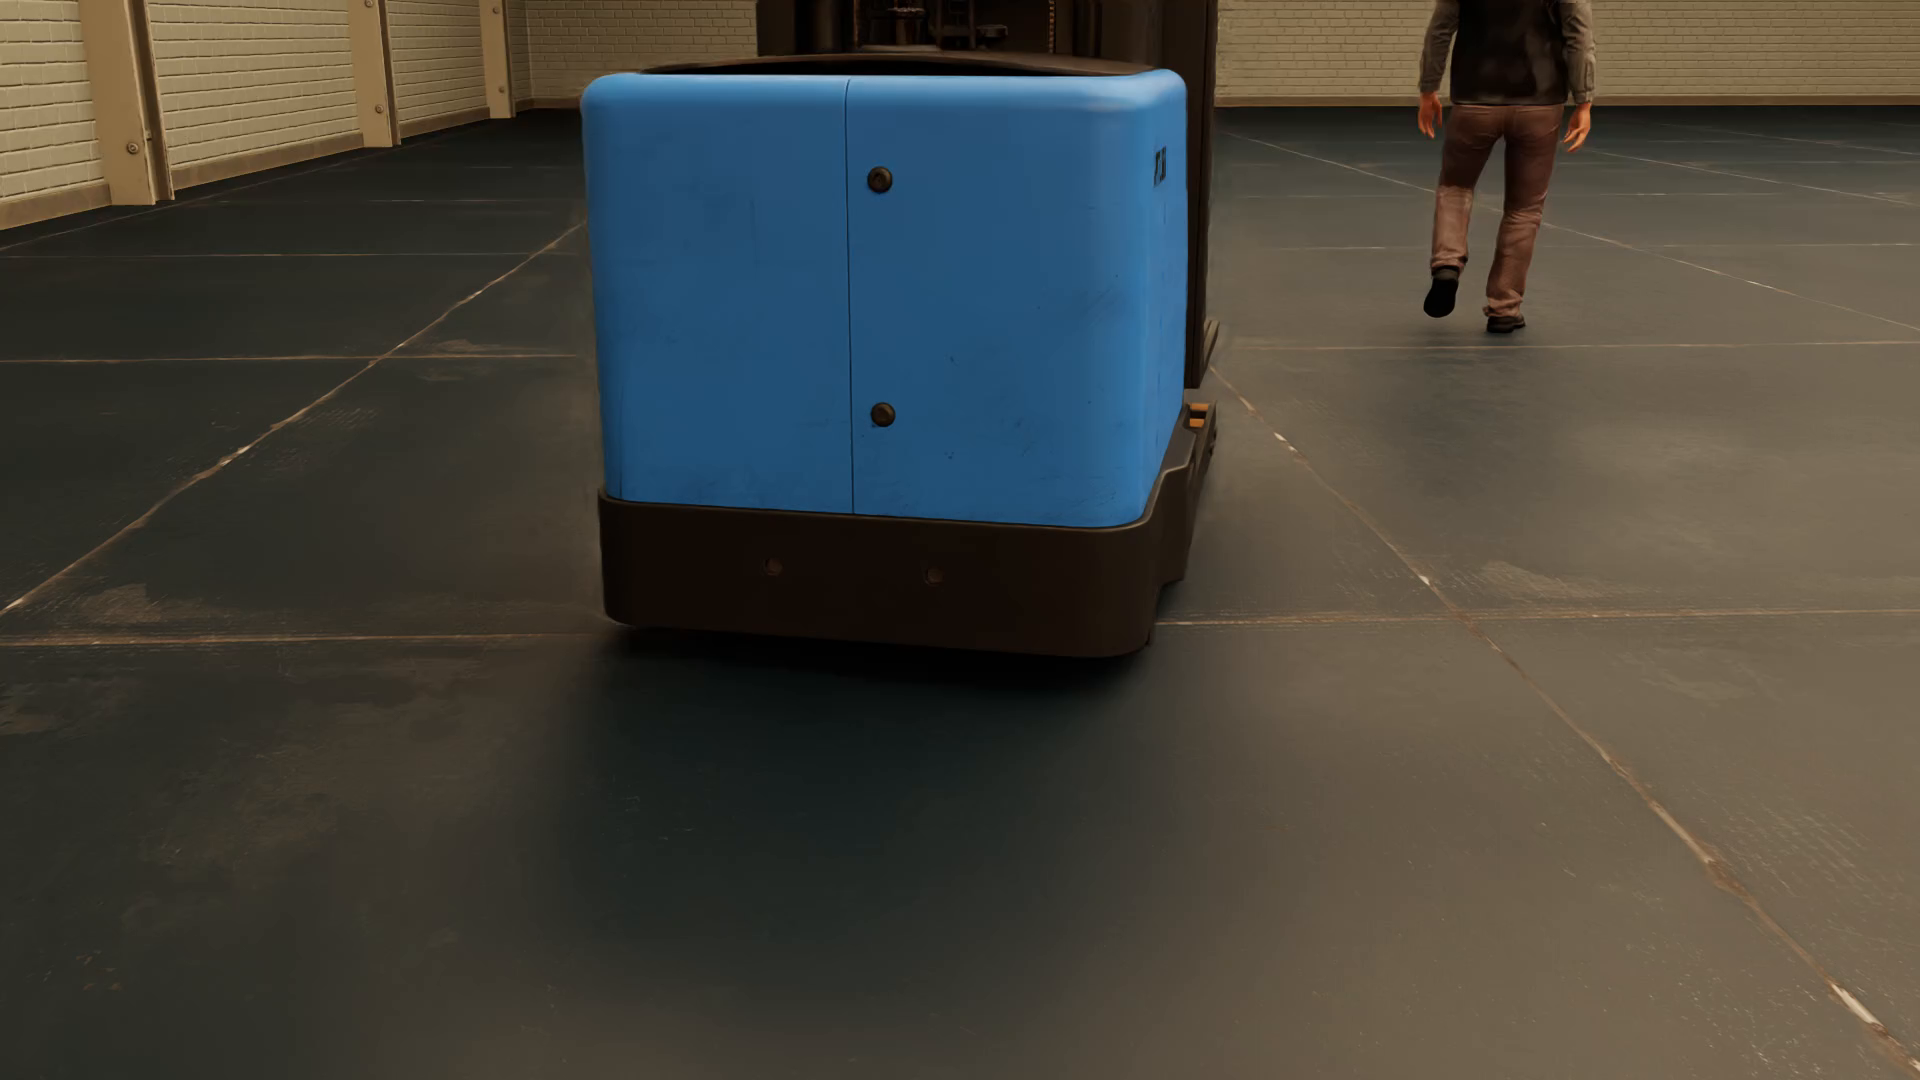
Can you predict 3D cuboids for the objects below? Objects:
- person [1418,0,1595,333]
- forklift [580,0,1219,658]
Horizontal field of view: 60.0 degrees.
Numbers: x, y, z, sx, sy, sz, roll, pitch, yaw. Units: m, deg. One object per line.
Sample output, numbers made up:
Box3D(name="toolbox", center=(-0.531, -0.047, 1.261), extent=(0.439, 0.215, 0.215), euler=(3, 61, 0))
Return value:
Box3D(name="person", center=(2.142, -1.694, 6.545), extent=(0.667, 1.702, 0.474), euler=(7, 18, 22))
Box3D(name="forklift", center=(0.110, -1.579, 4.070), extent=(1.130, 2.935, 3.031), euler=(3, 17, 11))
